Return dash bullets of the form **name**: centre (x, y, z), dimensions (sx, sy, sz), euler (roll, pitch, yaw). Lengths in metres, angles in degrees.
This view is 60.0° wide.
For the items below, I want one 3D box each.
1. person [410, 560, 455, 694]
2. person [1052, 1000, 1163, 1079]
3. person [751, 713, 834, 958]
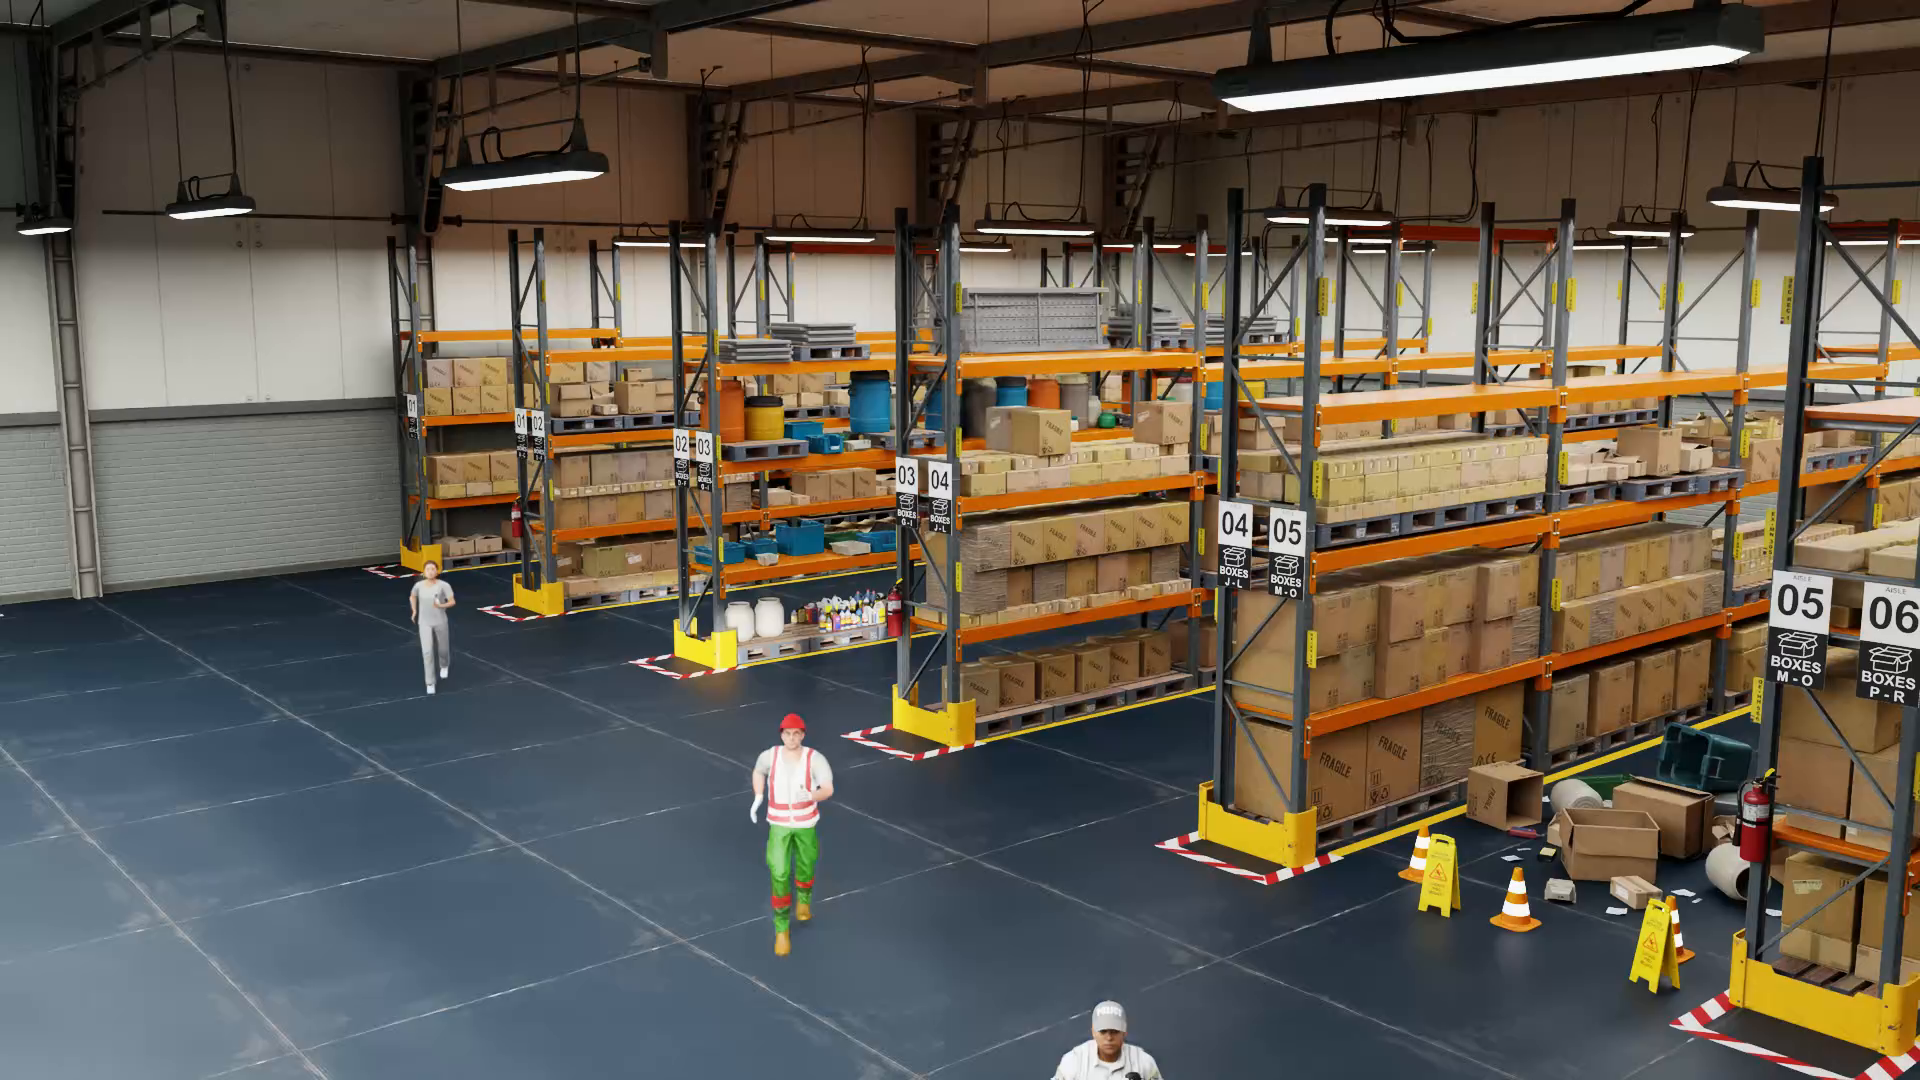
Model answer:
- **person**: centre (-6.732, 1.072, 21.251), dimensions (0.570, 1.646, 0.960), euler (-2, 9, -13)
- **person**: centre (0.748, 3.101, 8.439), dimensions (0.613, 1.628, 0.587), euler (0, 9, 3)
- **person**: centre (-1.324, 2.265, 13.146), dimensions (0.654, 1.834, 0.835), euler (-1, 9, -5)
